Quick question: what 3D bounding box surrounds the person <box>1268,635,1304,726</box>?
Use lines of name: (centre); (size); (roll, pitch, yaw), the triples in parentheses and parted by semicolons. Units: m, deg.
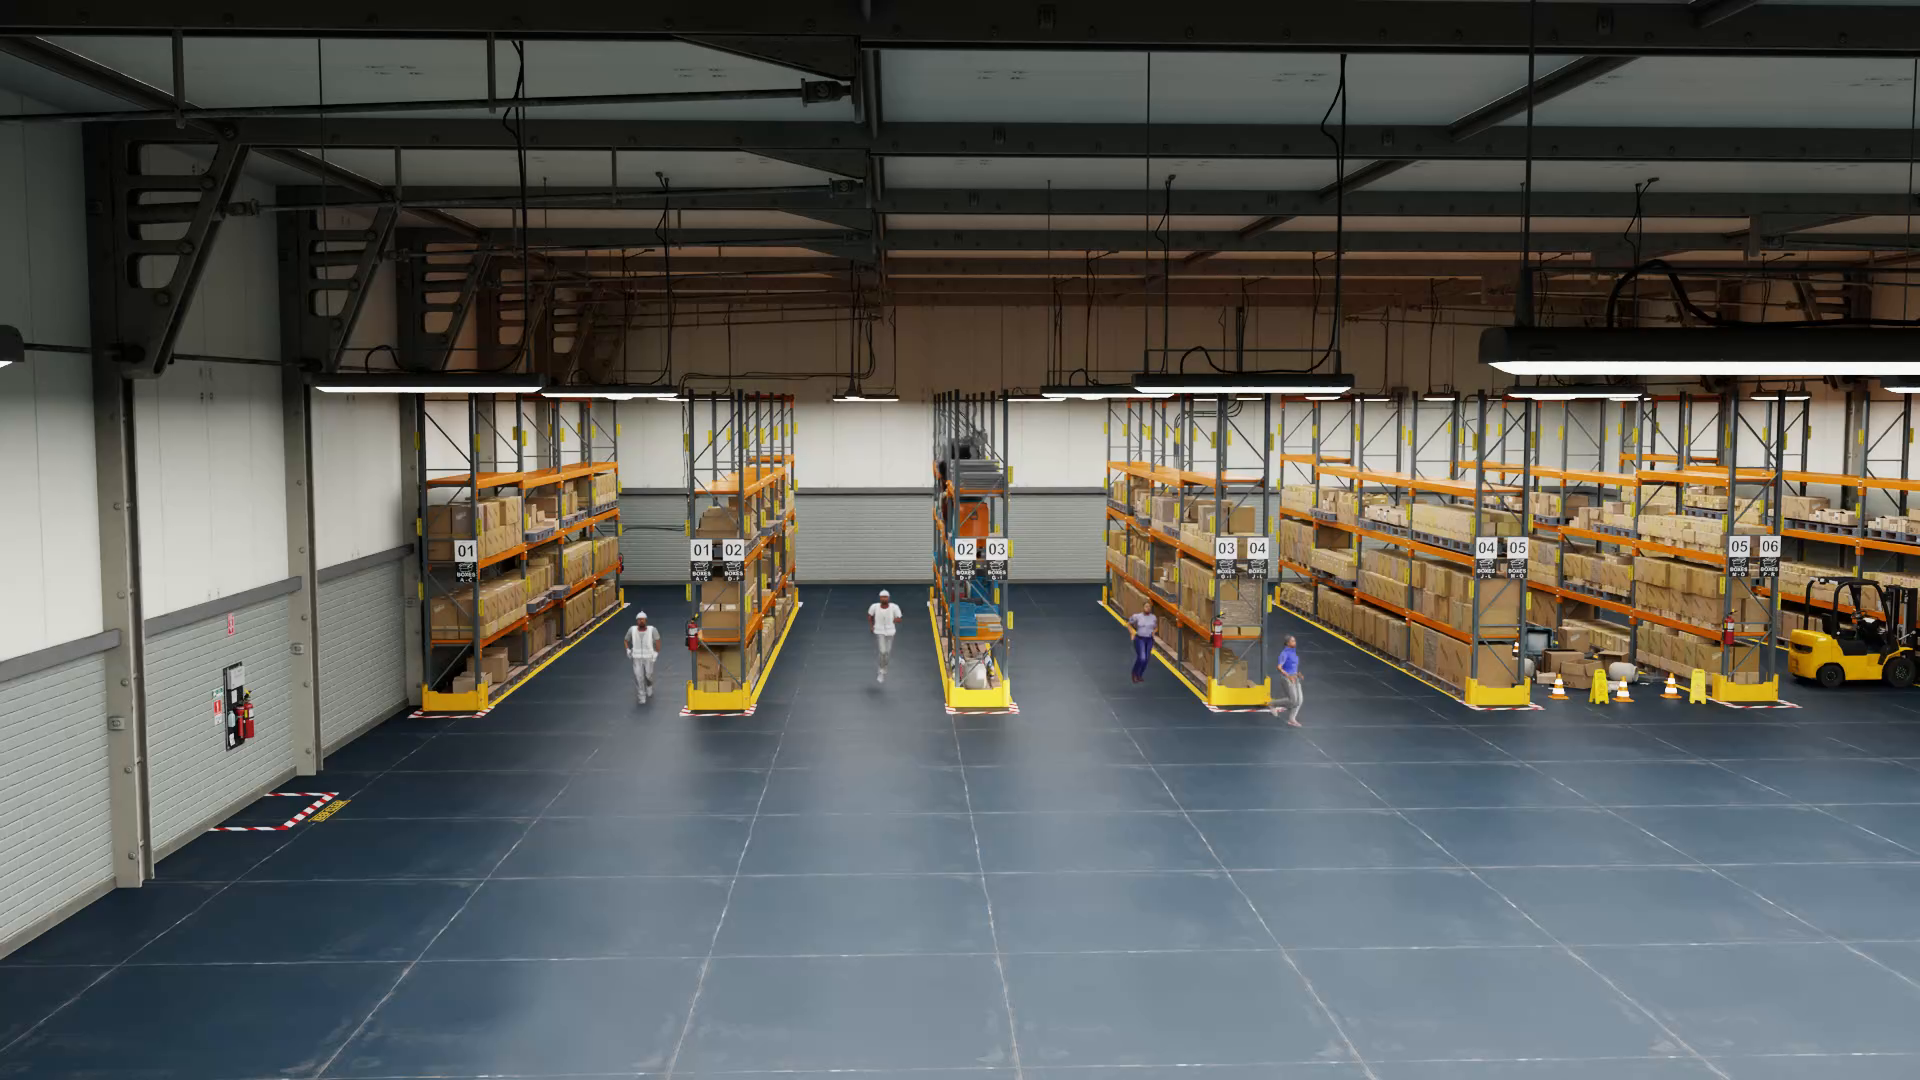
person: (5.845, 2.534, 29.756); (0.605, 1.574, 0.587); (3, 6, 33)

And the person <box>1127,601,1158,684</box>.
person: (3.600, 2.008, 32.501); (0.581, 1.599, 0.629); (-1, 5, -15)

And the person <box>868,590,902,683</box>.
person: (-1.473, 1.901, 32.994); (0.660, 1.829, 0.755); (-1, 5, -10)

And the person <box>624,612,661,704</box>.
person: (-6.104, 2.249, 31.955); (0.701, 1.747, 0.615); (-1, 5, -8)
